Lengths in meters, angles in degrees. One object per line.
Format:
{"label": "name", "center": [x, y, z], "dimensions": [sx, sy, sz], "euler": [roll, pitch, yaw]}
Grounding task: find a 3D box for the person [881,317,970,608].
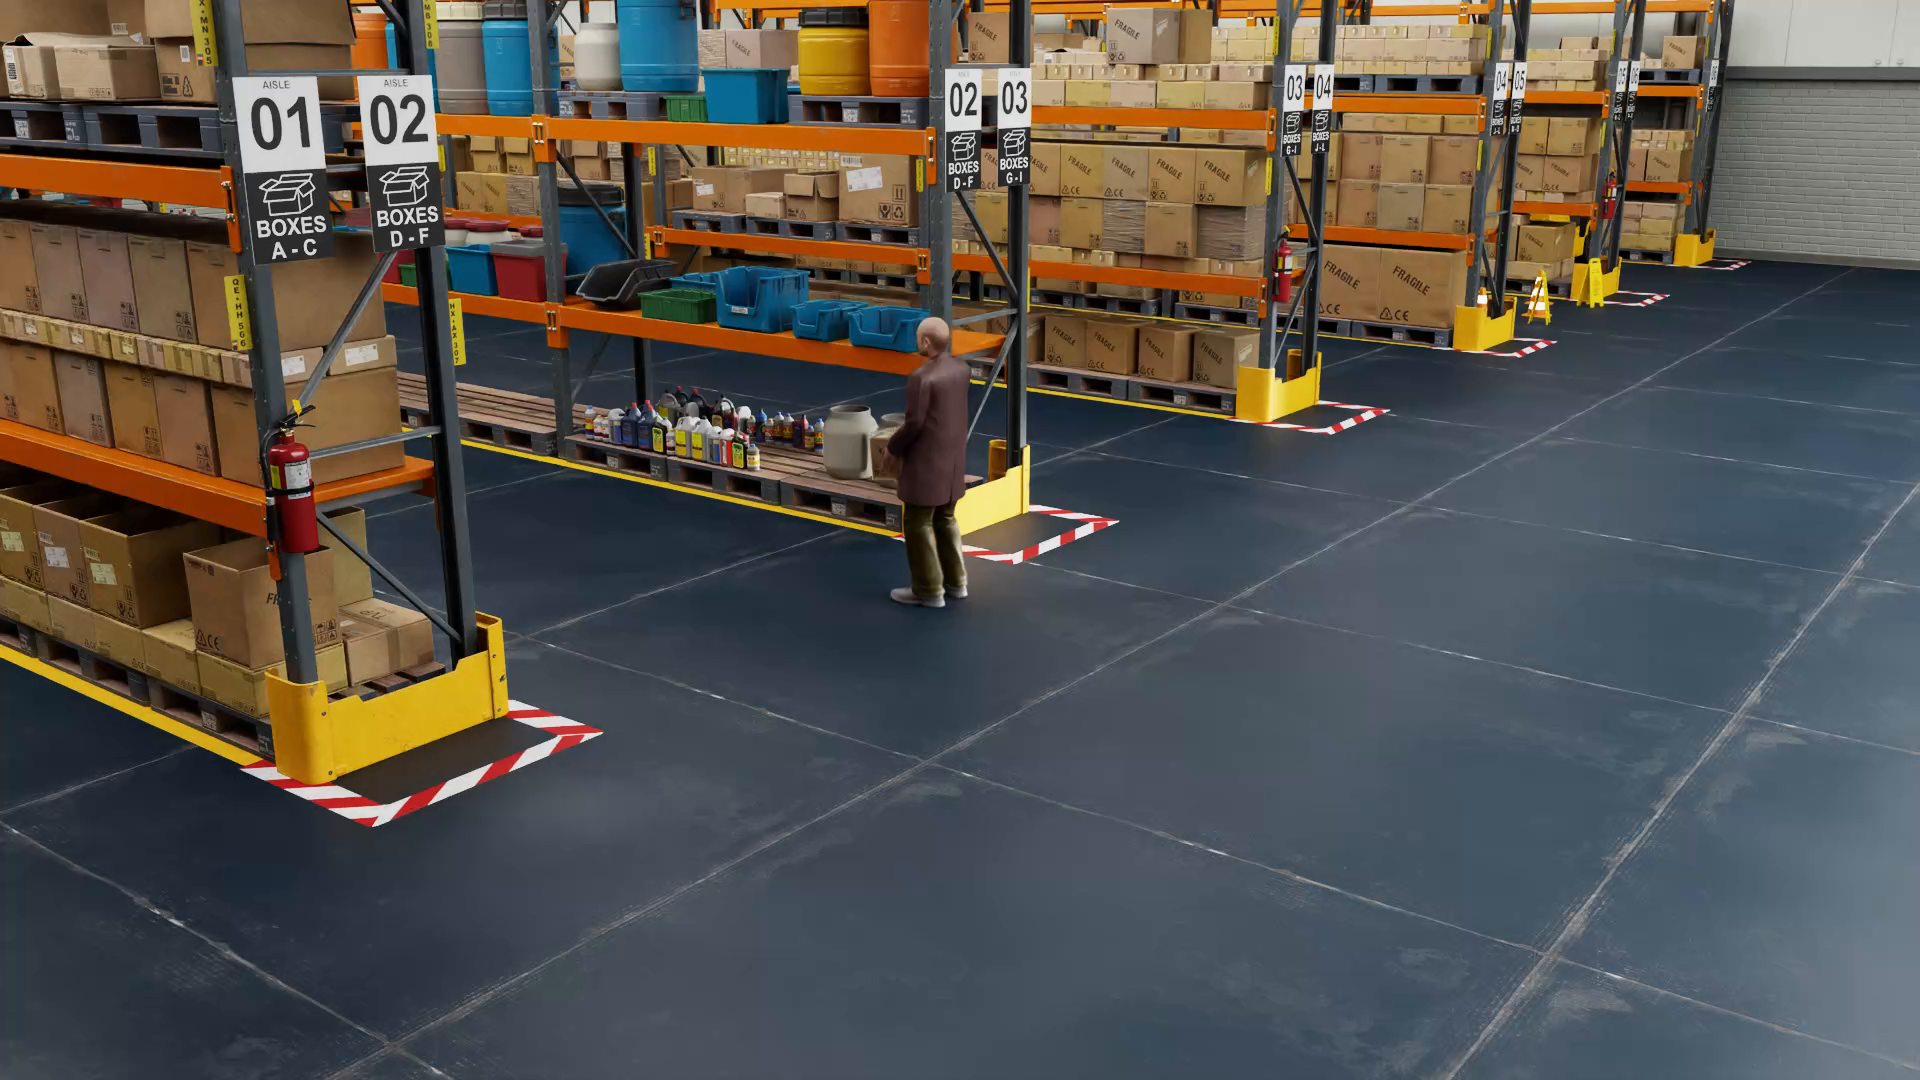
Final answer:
{"label": "person", "center": [-0.206, -0.488, 10.217], "dimensions": [0.479, 1.782, 0.572], "euler": [11, 20, 34]}
